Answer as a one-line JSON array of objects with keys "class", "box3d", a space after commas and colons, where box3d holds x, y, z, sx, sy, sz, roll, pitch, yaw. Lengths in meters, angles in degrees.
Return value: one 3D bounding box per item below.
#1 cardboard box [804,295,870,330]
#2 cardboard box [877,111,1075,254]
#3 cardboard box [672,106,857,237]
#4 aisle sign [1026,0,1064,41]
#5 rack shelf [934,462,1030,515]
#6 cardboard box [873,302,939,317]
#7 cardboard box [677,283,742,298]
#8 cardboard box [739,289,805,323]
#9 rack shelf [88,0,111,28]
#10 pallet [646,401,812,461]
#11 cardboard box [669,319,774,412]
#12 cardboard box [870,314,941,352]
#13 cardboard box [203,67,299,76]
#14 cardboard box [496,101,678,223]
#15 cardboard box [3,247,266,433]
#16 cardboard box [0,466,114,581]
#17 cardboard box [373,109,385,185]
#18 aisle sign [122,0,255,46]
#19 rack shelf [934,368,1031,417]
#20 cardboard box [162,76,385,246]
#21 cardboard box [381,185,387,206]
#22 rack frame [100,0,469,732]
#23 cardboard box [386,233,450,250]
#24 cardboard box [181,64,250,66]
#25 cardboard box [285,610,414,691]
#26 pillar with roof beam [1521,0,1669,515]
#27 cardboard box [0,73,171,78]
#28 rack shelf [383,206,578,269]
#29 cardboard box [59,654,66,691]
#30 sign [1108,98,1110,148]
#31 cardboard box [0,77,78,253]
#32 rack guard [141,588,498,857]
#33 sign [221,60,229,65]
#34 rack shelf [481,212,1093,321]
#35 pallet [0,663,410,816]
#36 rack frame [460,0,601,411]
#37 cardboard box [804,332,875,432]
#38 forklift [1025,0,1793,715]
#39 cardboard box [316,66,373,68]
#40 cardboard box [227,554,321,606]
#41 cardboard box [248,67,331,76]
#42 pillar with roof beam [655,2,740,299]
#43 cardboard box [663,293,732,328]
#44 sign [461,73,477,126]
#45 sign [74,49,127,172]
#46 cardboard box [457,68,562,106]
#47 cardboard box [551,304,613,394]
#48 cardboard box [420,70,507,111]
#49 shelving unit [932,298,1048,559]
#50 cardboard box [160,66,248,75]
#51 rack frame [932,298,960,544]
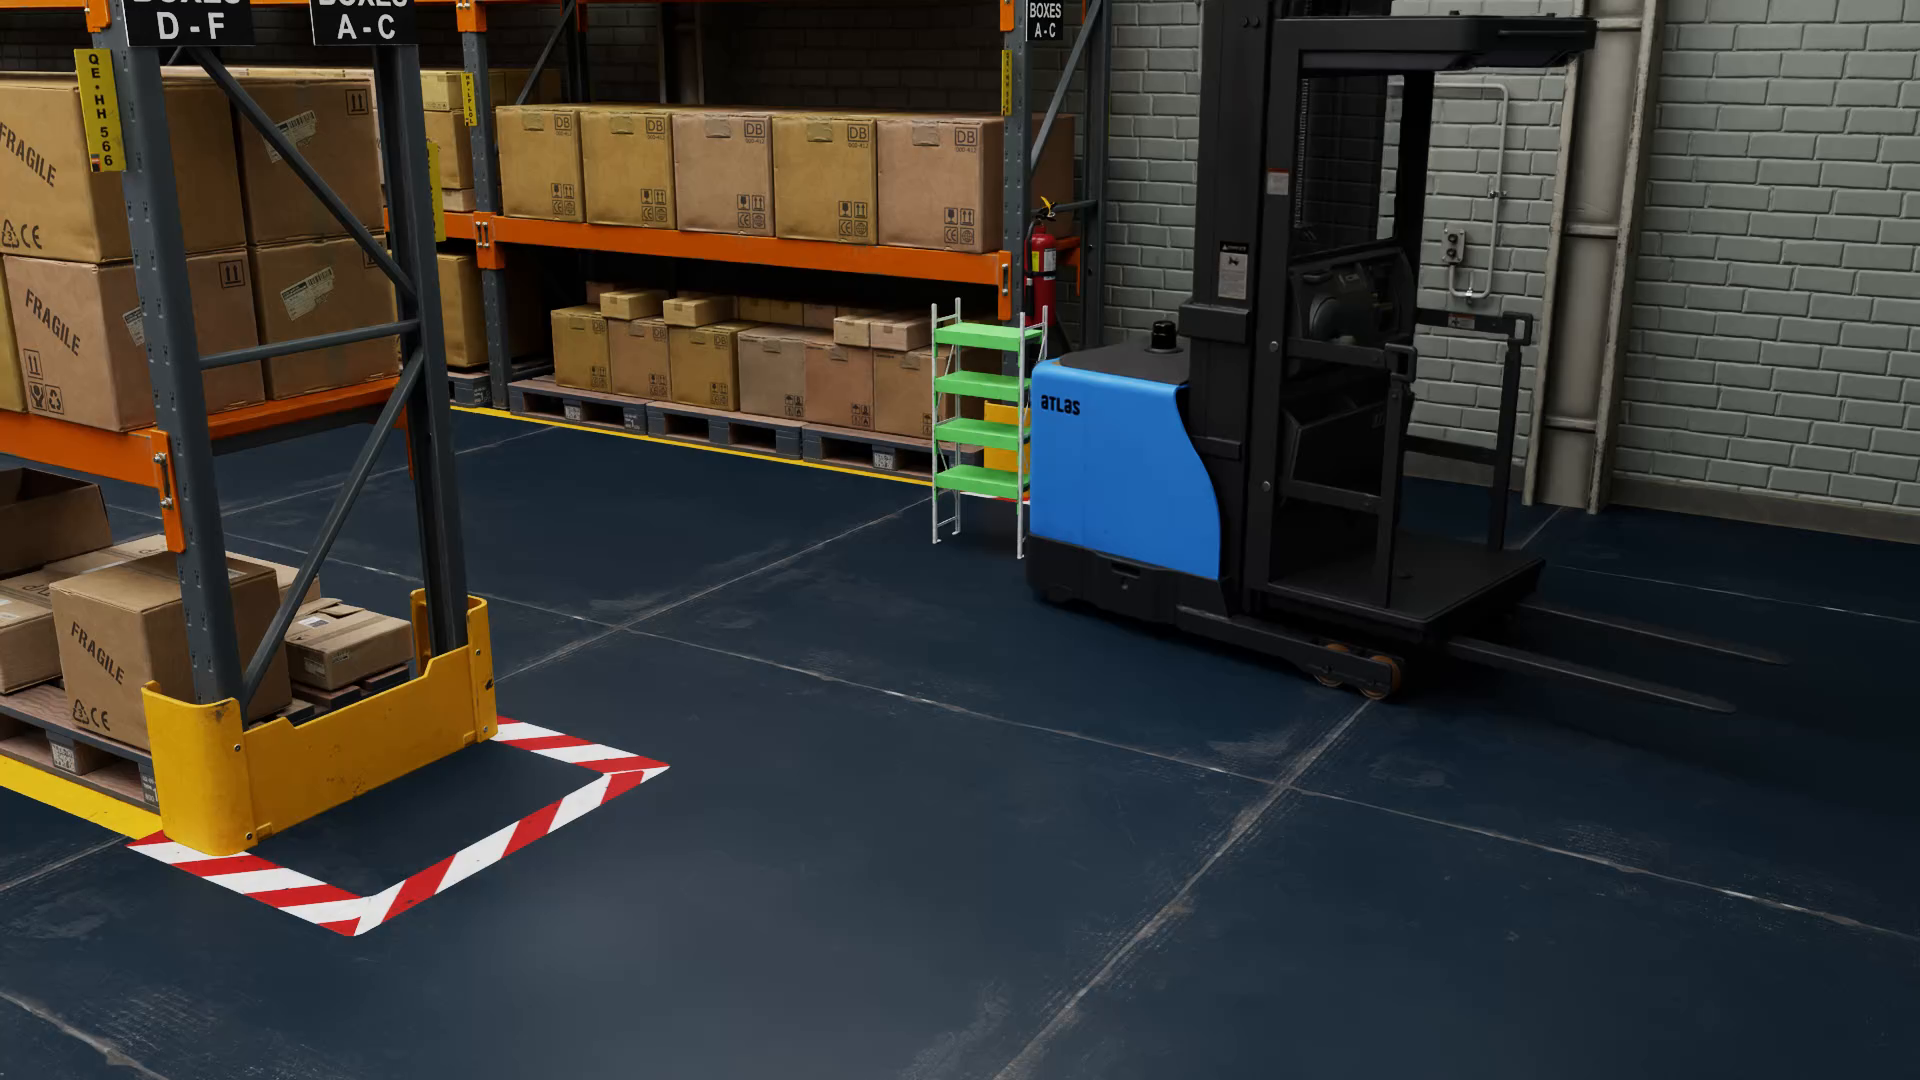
[{"class": "cardboard box", "box3d": [-0.759, -1.415, 10.340, 0.250, 0.149, 0.380, 10, 20, 31]}, {"class": "cardboard box", "box3d": [0.101, -2.052, 9.461, 0.700, 0.700, 0.980, 11, 20, 33]}, {"class": "cardboard box", "box3d": [-1.170, -2.279, 10.205, 0.700, 0.700, 0.980, 9, 19, 27]}, {"class": "aisle sign", "box3d": [0.445, -2.992, 8.599, 0.004, 0.787, 0.394, 10, 20, 30]}, {"class": "rack shelf", "box3d": [0.141, -0.258, 8.212, 0.480, 0.148, 0.258, 10, 20, 30]}, {"class": "cardboard box", "box3d": [-0.329, -1.338, 10.088, 0.250, 0.149, 0.380, 10, 20, 30]}, {"class": "cardboard box", "box3d": [-1.629, -1.570, 10.851, 0.250, 0.149, 0.380, 9, 19, 28]}, {"class": "cardboard box", "box3d": [-1.194, -1.492, 10.595, 0.250, 0.149, 0.380, 10, 19, 29]}, {"class": "rack shelf", "box3d": [-3.753, -2.002, 5.887, 4.000, 0.370, 1.077, 10, 20, 30]}, {"class": "pallet", "box3d": [-1.217, -0.788, 10.611, 1.213, 0.211, 1.003, 10, 20, 30]}, {"class": "cardboard box", "box3d": [-1.422, -1.152, 10.591, 0.500, 0.500, 0.700, 11, 20, 31]}, {"class": "cardboard box", "box3d": [-0.313, -1.205, 9.650, 0.250, 0.149, 0.380, 10, 19, 29]}, {"class": "cardboard box", "box3d": [-5.138, -3.320, 12.140, 0.500, 0.250, 0.500, 10, 20, 30]}, {"class": "cardboard box", "box3d": [-2.414, -2.499, 10.932, 0.700, 0.700, 0.980, 10, 20, 31]}, {"class": "cardboard box", "box3d": [-2.573, -0.655, 5.204, 0.500, 0.500, 0.500, 11, 20, 32]}, {"class": "cardboard box", "box3d": [-3.854, 0.054, 6.582, 0.637, 0.503, 0.797, 10, 20, 30]}, {"class": "cardboard box", "box3d": [-3.833, -2.725, 11.473, 0.500, 0.500, 0.500, 10, 20, 31]}, {"class": "aisle sign", "box3d": [-2.151, -1.764, 4.555, 0.004, 0.787, 0.394, 10, 20, 30]}, {"class": "rack shelf", "box3d": [0.141, -0.717, 8.073, 0.480, 0.148, 0.258, 10, 20, 30]}, {"class": "cardboard box", "box3d": [-2.289, -1.265, 5.494, 0.500, 0.500, 0.500, 11, 20, 32]}, {"class": "cardboard box", "box3d": [-3.985, -2.422, 11.590, 0.250, 0.149, 0.380, 10, 20, 30]}, {"class": "rack frame", "box3d": [-2.049, -0.606, 5.216, 0.127, 3.000, 1.000, 10, 20, 30]}, {"class": "cardboard box", "box3d": [-4.249, -1.816, 12.174, 0.750, 0.750, 0.750, 11, 20, 32]}, {"class": "cardboard box", "box3d": [-5.754, -3.604, 13.078, 0.500, 0.250, 0.500, 11, 20, 32]}, {"class": "cardboard box", "box3d": [-2.226, 0.398, 6.057, 0.250, 0.149, 0.380, 10, 20, 30]}, {"class": "pillar with roof beam", "box3d": [1.041, -3.442, 4.229, 0.400, 9.000, 9.100, 10, 20, 30]}, {"class": "cardboard box", "box3d": [-3.162, -1.420, 6.004, 0.500, 0.500, 0.500, 10, 20, 31]}, {"class": "rack shelf", "box3d": [-4.572, -2.402, 12.366, 4.000, 0.370, 1.077, 10, 20, 30]}, {"class": "cardboard box", "box3d": [-2.939, 0.433, 5.912, 0.250, 0.166, 0.380, 10, 20, 30]}, {"class": "sign", "box3d": [0.836, -2.422, 9.569, 0.005, 0.325, 0.100, 10, 20, 30]}, {"class": "cardboard box", "box3d": [-3.003, -1.209, 5.308, 0.500, 0.500, 0.500, 11, 20, 32]}, {"class": "rack guard", "box3d": [-2.113, 0.578, 5.618, 0.348, 0.500, 1.175, 10, 20, 30]}, {"class": "sign", "box3d": [-5.989, -3.743, 13.549, 0.005, 0.325, 0.100, 10, 20, 30]}, {"class": "rack shelf", "box3d": [-1.164, -1.794, 10.363, 4.000, 0.370, 1.077, 10, 20, 30]}, {"class": "pallet", "box3d": [-2.793, 0.595, 6.058, 1.213, 0.211, 1.003, 10, 20, 30]}, {"class": "rack frame", "box3d": [-2.868, -2.442, 11.260, 0.127, 3.000, 1.000, 10, 20, 30]}, {"class": "cardboard box", "box3d": [-0.535, -0.996, 10.079, 0.500, 0.500, 0.700, 10, 20, 30]}, {"class": "forklift", "box3d": [1.729, -0.963, 6.510, 3.031, 2.935, 1.130, 15, 22, 40]}, {"class": "cardboard box", "box3d": [-4.445, -3.369, 12.302, 0.500, 0.250, 0.500, 10, 19, 29]}, {"class": "cardboard box", "box3d": [-2.790, 0.270, 6.306, 0.500, 0.250, 0.500, 10, 20, 30]}, {"class": "cardboard box", "box3d": [-4.700, -3.244, 11.890, 0.500, 0.250, 0.500, 10, 19, 29]}, {"class": "pillar with roof beam", "box3d": [-4.072, -4.354, 7.233, 0.400, 9.000, 9.100, 10, 20, 30]}, {"class": "cardboard box", "box3d": [-1.643, -1.442, 10.429, 0.250, 0.149, 0.380, 9, 19, 28]}, {"class": "sign", "box3d": [-3.144, -2.822, 10.656, 0.005, 0.325, 0.100, 10, 20, 30]}, {"class": "sign", "box3d": [-2.356, -1.177, 4.560, 0.005, 0.325, 0.100, 10, 20, 30]}, {"class": "cardboard box", "box3d": [-3.124, -3.135, 11.533, 0.500, 0.250, 0.500, 11, 20, 32]}, {"class": "cardboard box", "box3d": [-2.284, -1.308, 11.104, 0.500, 0.500, 0.700, 10, 20, 31]}, {"class": "cardboard box", "box3d": [-3.400, -3.008, 11.116, 0.500, 0.250, 0.500, 11, 20, 31]}, {"class": "shelving unit", "box3d": [0.141, -0.549, 8.124, 0.503, 1.200, 0.258, 10, 20, 30]}, {"class": "cardboard box", "box3d": [-5.566, -3.395, 12.388, 0.500, 0.250, 0.500, 10, 19, 29]}, {"class": "rack frame", "box3d": [-0.067, -0.586, 8.246, 0.015, 1.200, 0.240, 10, 20, 30]}]
